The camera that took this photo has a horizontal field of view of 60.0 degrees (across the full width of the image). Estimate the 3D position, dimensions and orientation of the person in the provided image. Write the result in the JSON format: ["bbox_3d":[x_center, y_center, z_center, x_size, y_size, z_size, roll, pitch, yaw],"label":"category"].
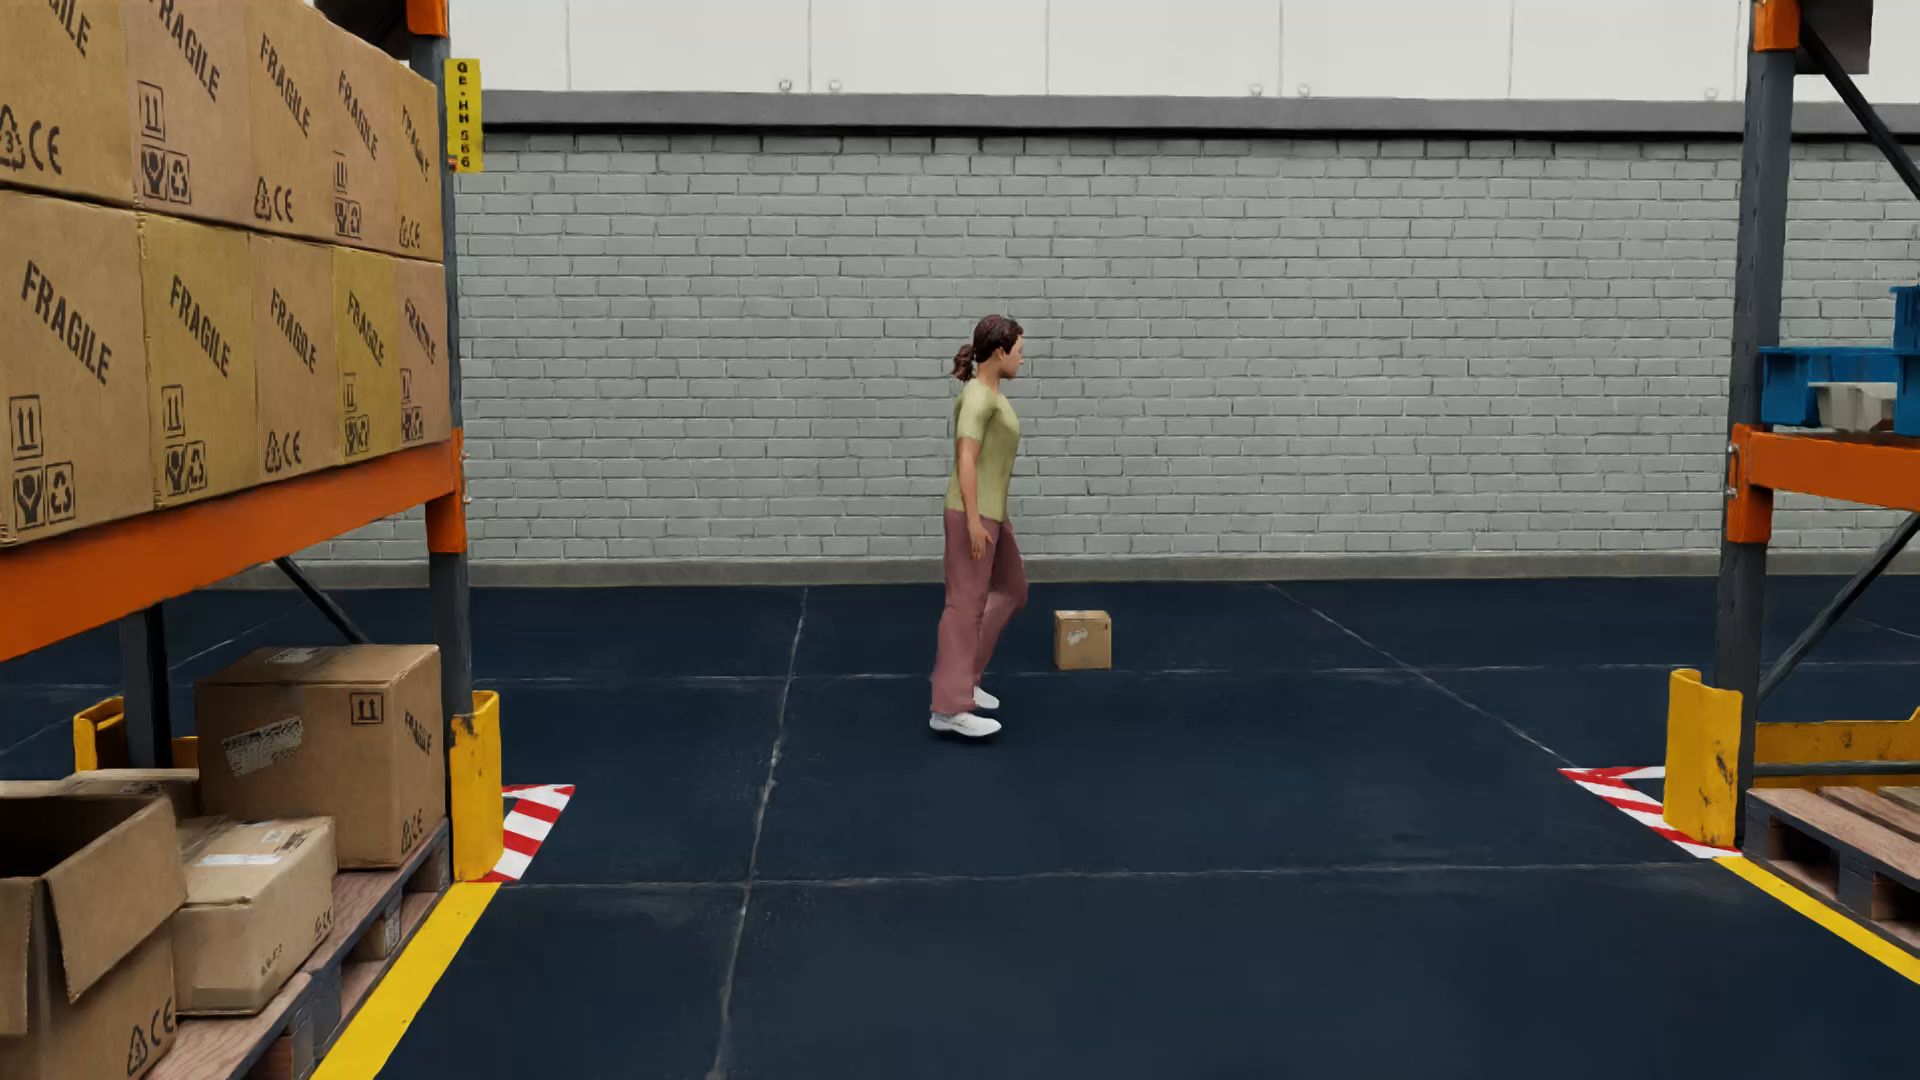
[{"bbox_3d":[0.079,-0.081,6.757,0.402,1.661,0.636,0,7,2],"label":"person"}]
